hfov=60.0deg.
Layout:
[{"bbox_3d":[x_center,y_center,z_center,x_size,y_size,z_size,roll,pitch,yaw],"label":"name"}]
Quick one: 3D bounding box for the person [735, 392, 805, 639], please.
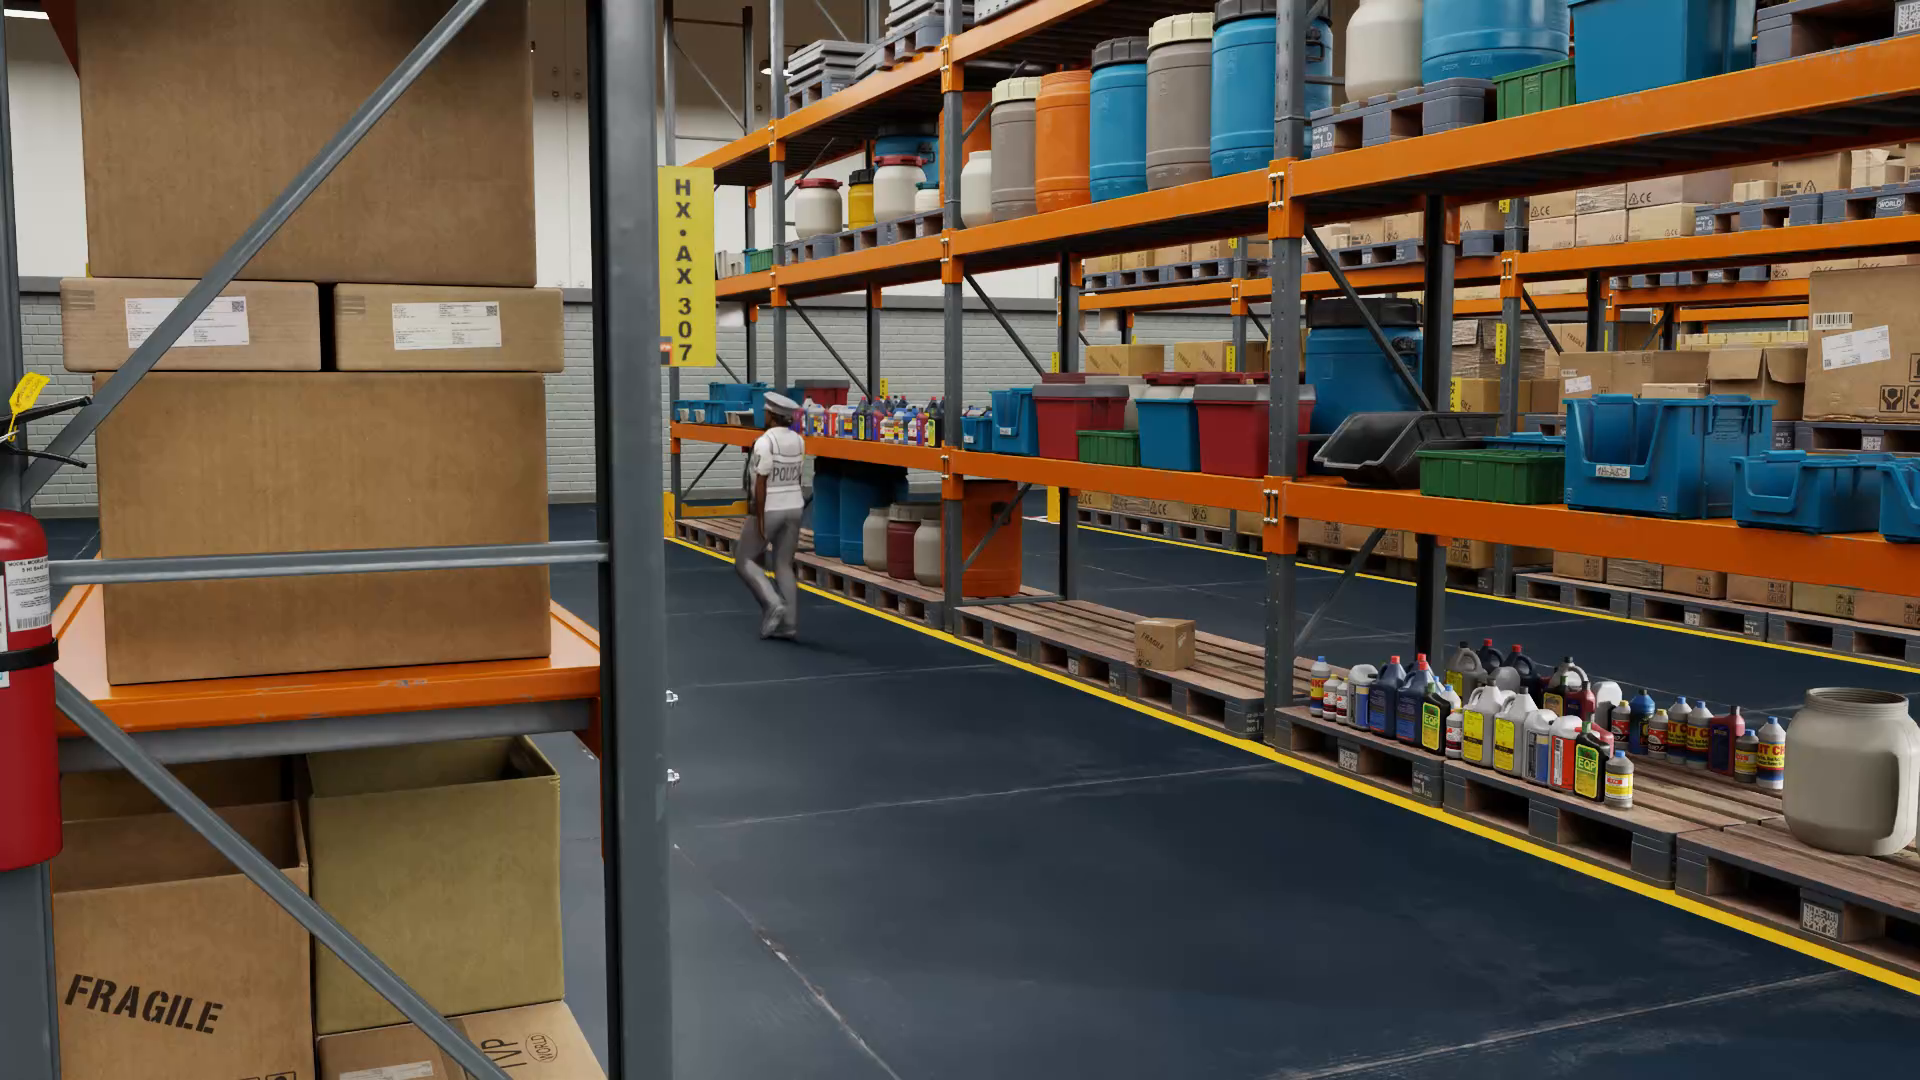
[{"bbox_3d":[-1.298,-0.175,11.454,0.422,1.690,0.450,5,8,43],"label":"person"}]
